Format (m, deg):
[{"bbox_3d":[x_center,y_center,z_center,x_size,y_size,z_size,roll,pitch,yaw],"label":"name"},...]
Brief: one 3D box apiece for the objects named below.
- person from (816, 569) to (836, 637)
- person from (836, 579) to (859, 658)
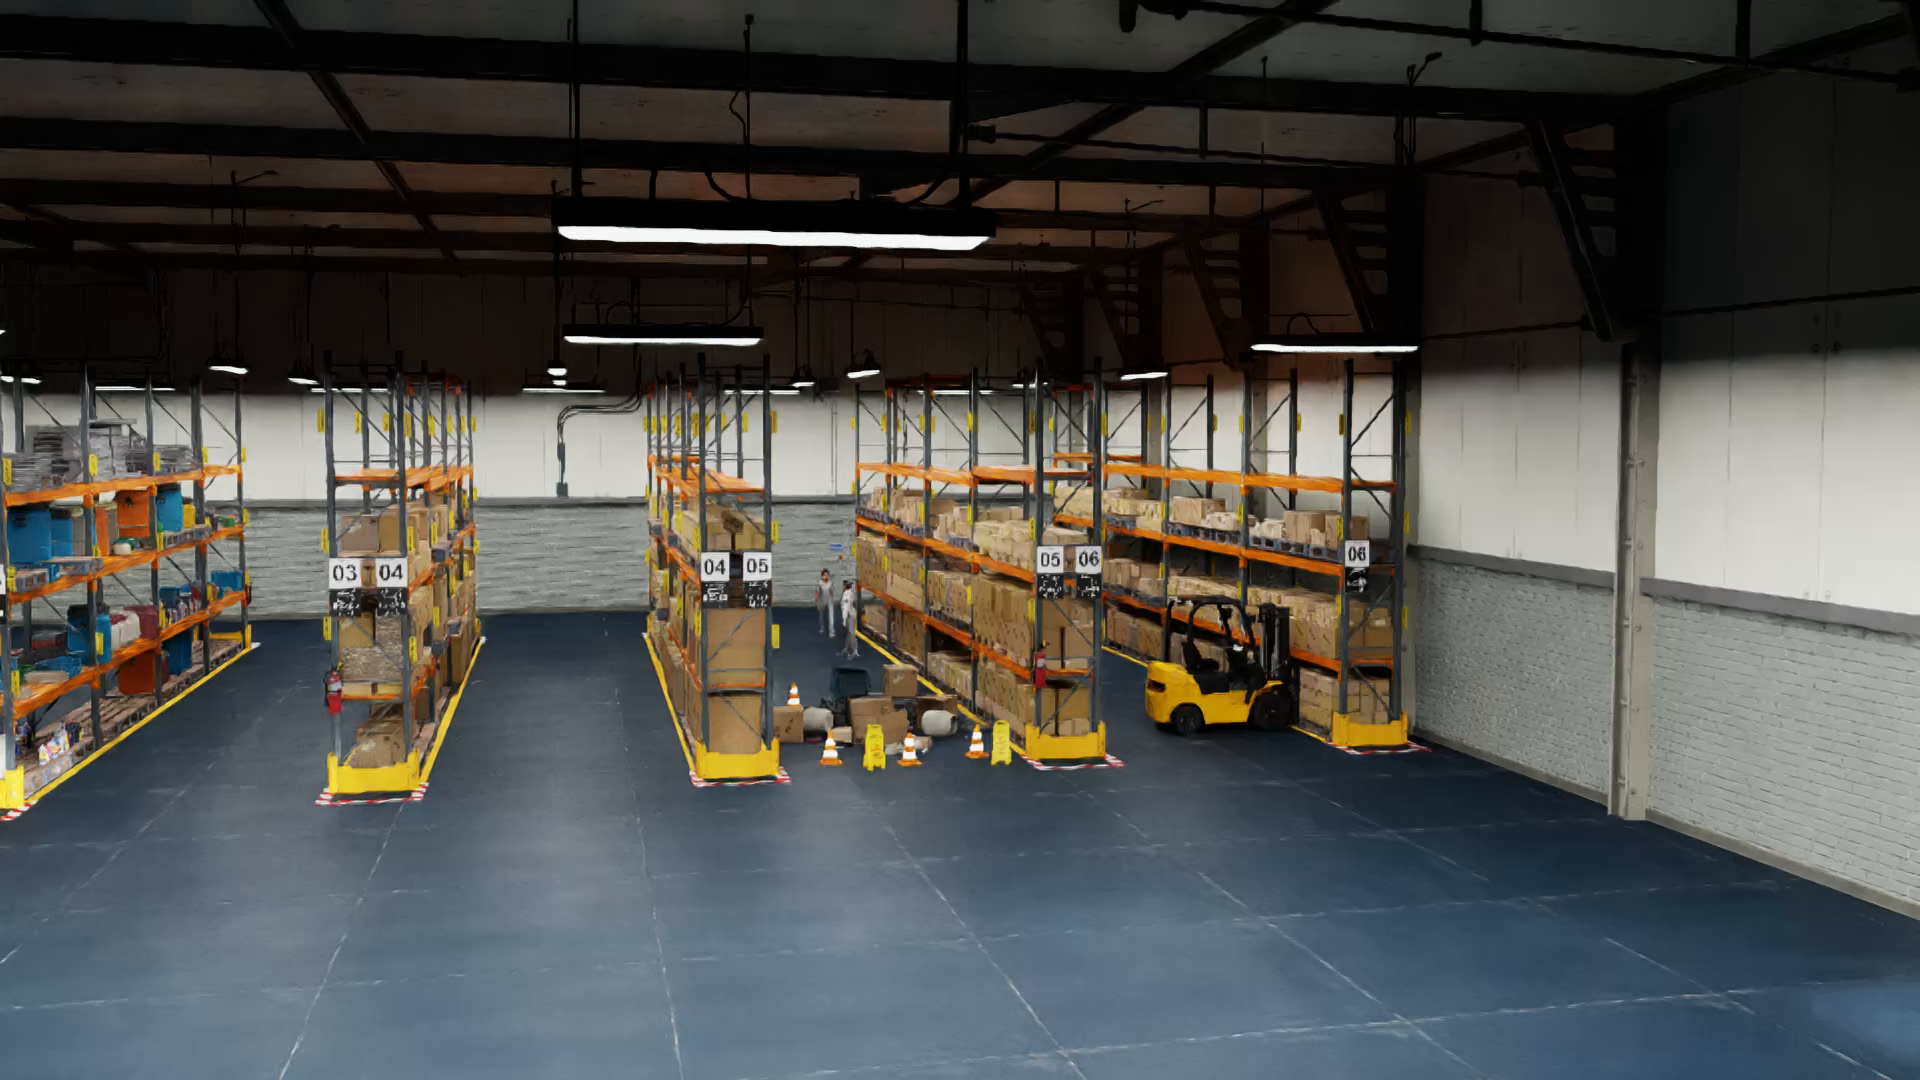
[{"bbox_3d":[-3.180,1.467,39.160,0.446,1.590,1.109,-1,4,-11],"label":"person"},{"bbox_3d":[-2.418,1.671,35.720,0.528,1.668,0.565,0,4,5],"label":"person"}]
